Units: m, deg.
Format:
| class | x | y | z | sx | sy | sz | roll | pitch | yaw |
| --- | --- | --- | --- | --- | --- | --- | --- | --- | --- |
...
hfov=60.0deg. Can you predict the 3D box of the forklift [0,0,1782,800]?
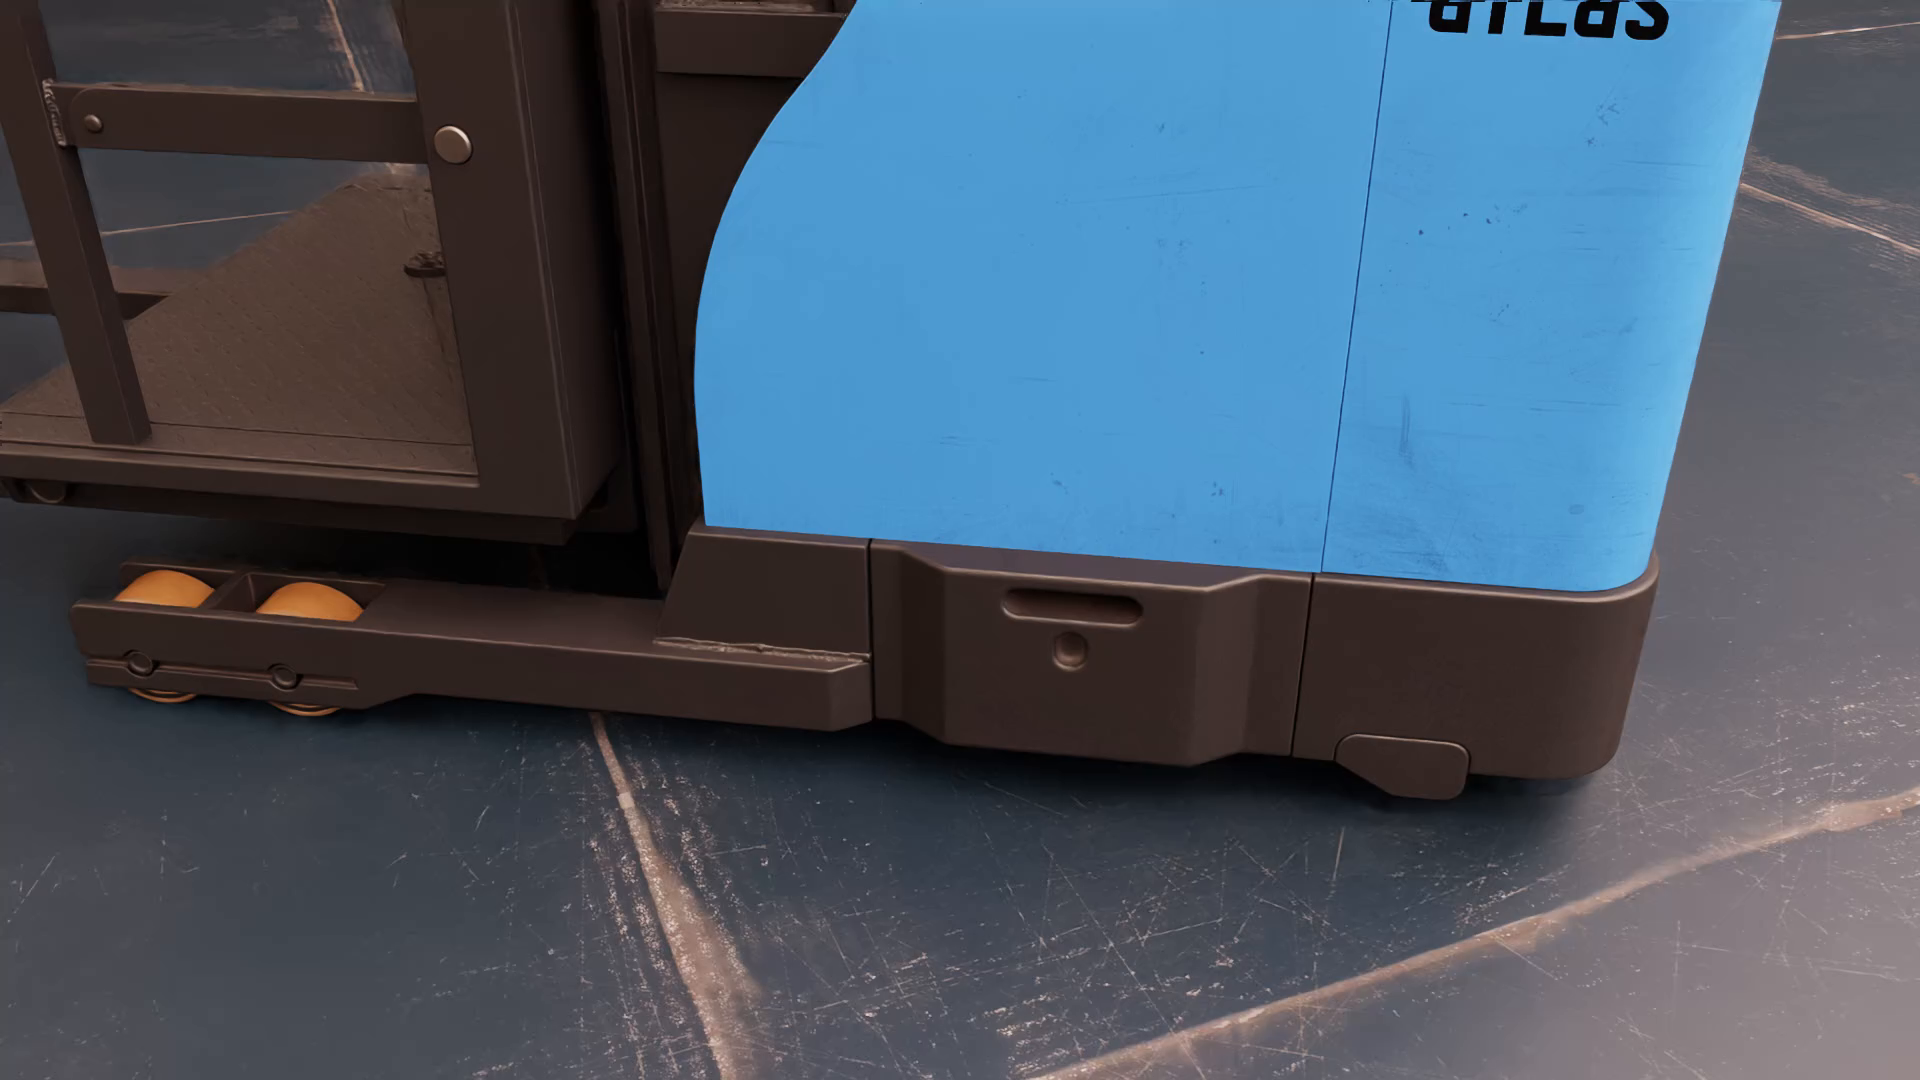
| class | x | y | z | sx | sy | sz | roll | pitch | yaw |
| --- | --- | --- | --- | --- | --- | --- | --- | --- | --- |
| forklift | -0.661 | -1.303 | 1.826 | 3.031 | 2.935 | 1.130 | 4 | 30 | 8 |
